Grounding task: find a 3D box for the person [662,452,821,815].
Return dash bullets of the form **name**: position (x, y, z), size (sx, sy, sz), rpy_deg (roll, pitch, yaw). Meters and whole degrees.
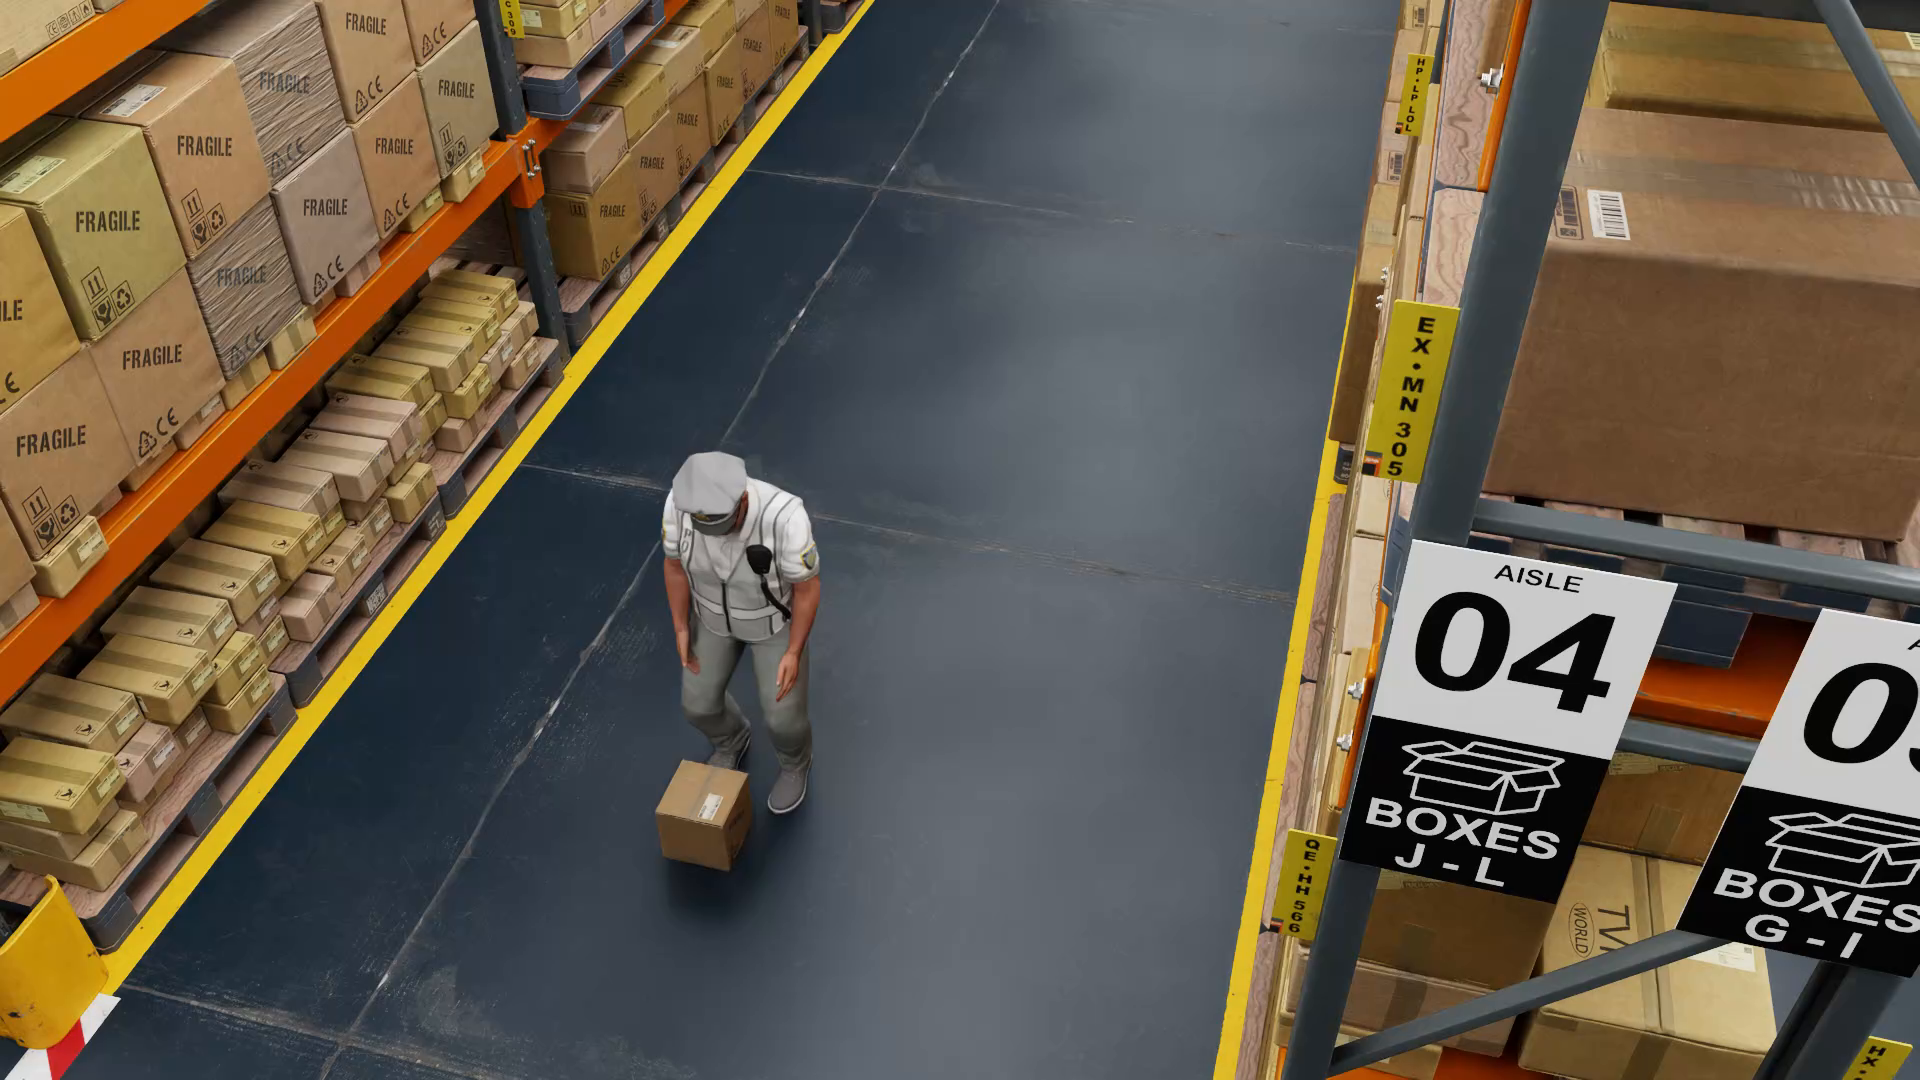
- **person**: position (-0.747, 0.300, 5.893), size (0.571, 1.650, 0.585), rpy_deg (11, 42, 12)
